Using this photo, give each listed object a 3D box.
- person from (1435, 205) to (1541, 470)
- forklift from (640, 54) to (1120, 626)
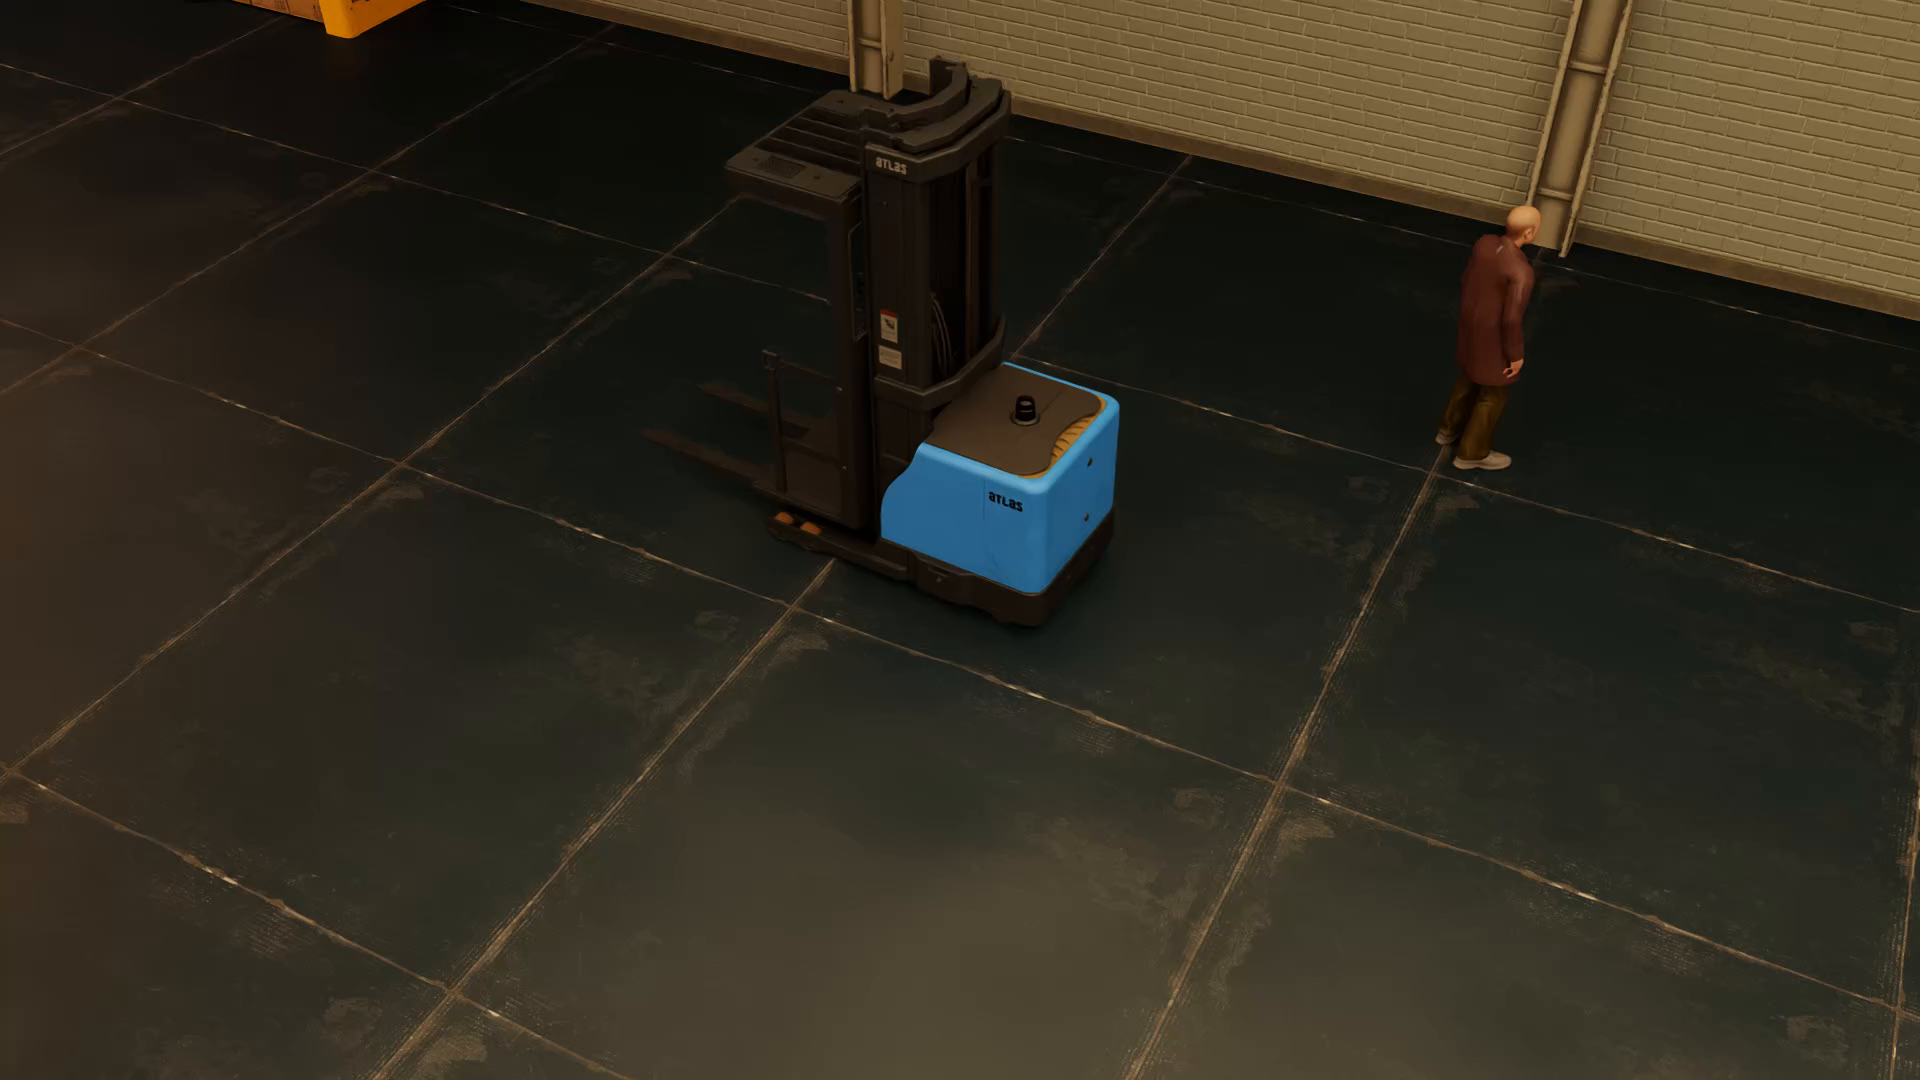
[{"bbox_3d":[3.328,-1.277,10.404,0.437,1.774,0.644,-10,41,-12],"label":"person"},{"bbox_3d":[-0.596,-1.331,9.567,3.031,2.935,1.130,21,44,23],"label":"forklift"}]
